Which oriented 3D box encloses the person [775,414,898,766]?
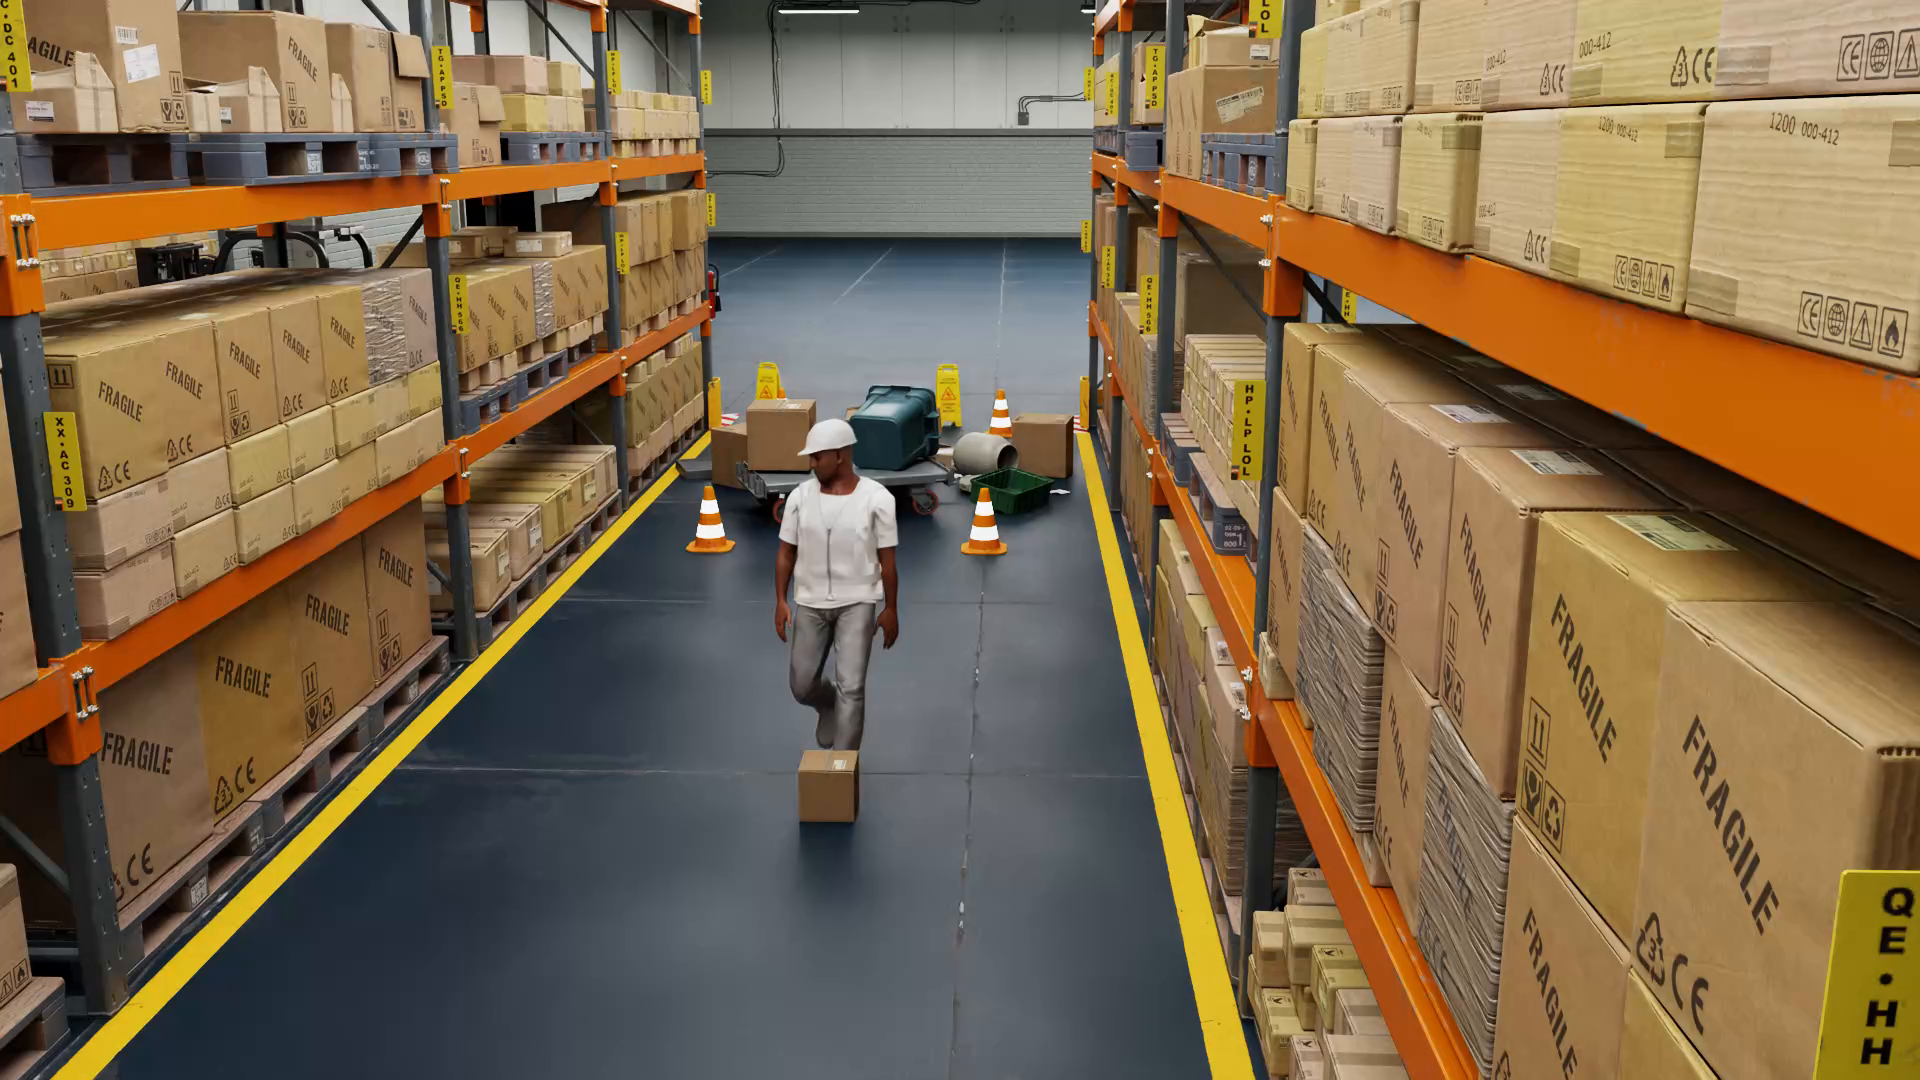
[{"bbox_3d":[-0.599,0.296,7.803,0.596,1.742,0.707,1,14,6],"label":"person"}]
